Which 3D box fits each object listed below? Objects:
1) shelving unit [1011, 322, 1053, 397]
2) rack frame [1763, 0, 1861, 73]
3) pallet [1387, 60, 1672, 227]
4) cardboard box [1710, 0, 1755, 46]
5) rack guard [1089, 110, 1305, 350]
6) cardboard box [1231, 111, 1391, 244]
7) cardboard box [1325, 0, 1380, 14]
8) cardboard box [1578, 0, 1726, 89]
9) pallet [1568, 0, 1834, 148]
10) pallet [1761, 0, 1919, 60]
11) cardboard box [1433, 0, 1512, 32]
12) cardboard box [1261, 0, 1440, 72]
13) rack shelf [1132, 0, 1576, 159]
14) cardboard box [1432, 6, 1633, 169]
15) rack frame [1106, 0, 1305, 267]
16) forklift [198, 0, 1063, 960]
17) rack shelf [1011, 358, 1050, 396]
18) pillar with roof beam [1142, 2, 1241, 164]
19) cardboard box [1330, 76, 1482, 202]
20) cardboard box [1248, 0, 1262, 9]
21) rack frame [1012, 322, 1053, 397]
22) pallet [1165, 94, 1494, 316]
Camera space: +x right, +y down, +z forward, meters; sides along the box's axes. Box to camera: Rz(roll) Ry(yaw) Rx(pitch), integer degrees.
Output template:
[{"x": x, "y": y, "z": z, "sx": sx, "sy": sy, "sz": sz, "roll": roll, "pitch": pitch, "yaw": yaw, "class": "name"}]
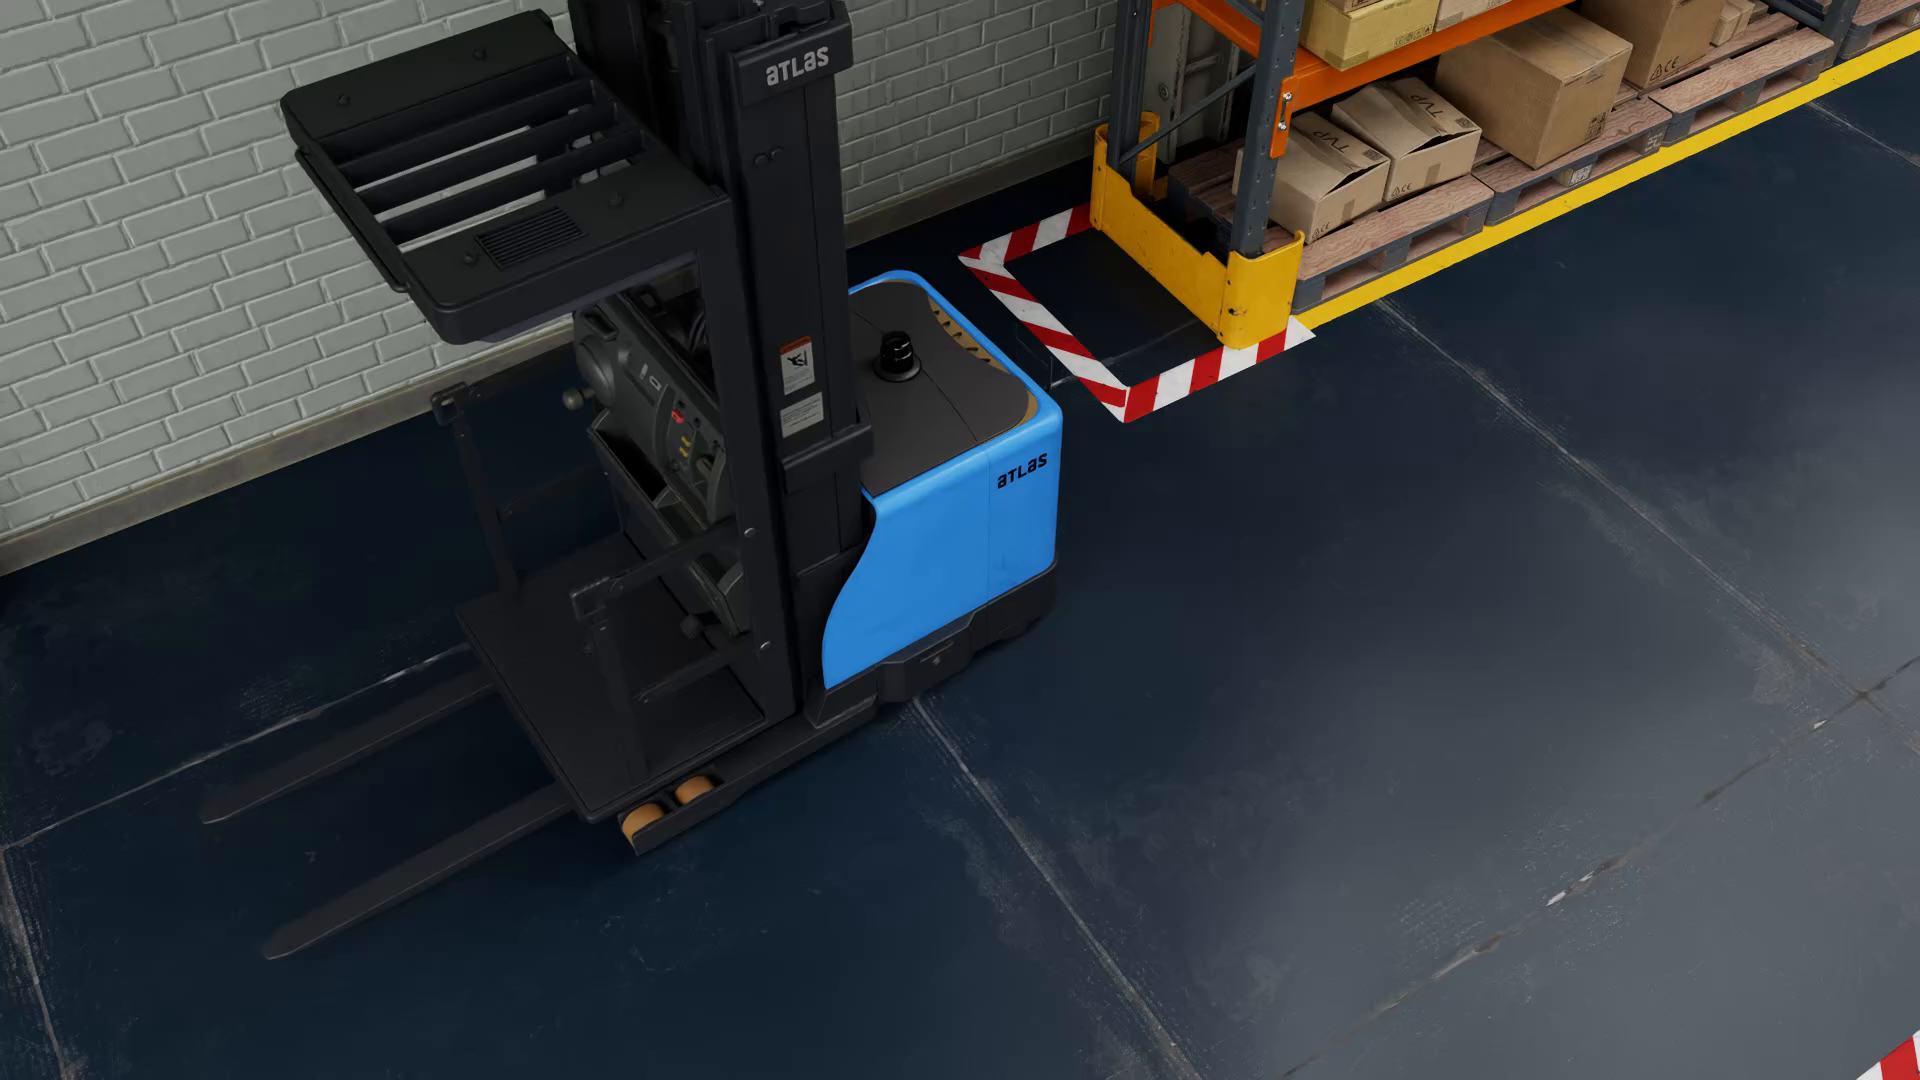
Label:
[{"x": 0.185, "y": -0.396, "z": 6.446, "sx": 0.210, "sy": 0.900, "sz": 0.258, "roll": -28, "pitch": 54, "yaw": -23, "class": "shelving unit"}, {"x": 4.379, "y": -3.834, "z": 8.101, "sx": 0.127, "sy": 3.000, "sz": 1.000, "roll": -25, "pitch": 53, "yaw": -21, "class": "rack frame"}, {"x": 2.796, "y": -2.127, "z": 8.448, "sx": 1.213, "sy": 0.211, "sz": 1.003, "roll": -25, "pitch": 53, "yaw": -21, "class": "pallet"}, {"x": 3.942, "y": -2.806, "z": 8.788, "sx": 0.250, "sy": 0.166, "sz": 0.380, "roll": -32, "pitch": 56, "yaw": -25, "class": "cardboard box"}, {"x": 1.060, "y": -1.439, "z": 7.642, "sx": 0.348, "sy": 0.500, "sz": 1.175, "roll": -25, "pitch": 53, "yaw": -21, "class": "rack guard"}, {"x": 1.629, "y": -1.711, "z": 7.716, "sx": 0.500, "sy": 0.311, "sz": 0.500, "roll": -31, "pitch": 55, "yaw": -25, "class": "cardboard box"}, {"x": 1.560, "y": -2.447, "z": 6.450, "sx": 0.500, "sy": 0.500, "sz": 0.500, "roll": -25, "pitch": 53, "yaw": -21, "class": "cardboard box"}, {"x": 3.522, "y": -2.710, "z": 8.479, "sx": 0.500, "sy": 0.500, "sz": 0.500, "roll": -29, "pitch": 54, "yaw": -23, "class": "cardboard box"}, {"x": 3.829, "y": -2.617, "z": 8.884, "sx": 1.213, "sy": 0.211, "sz": 1.003, "roll": -25, "pitch": 53, "yaw": -21, "class": "pallet"}, {"x": 5.036, "y": -3.218, "z": 9.419, "sx": 1.213, "sy": 0.211, "sz": 1.003, "roll": -25, "pitch": 53, "yaw": -21, "class": "pallet"}, {"x": 2.009, "y": -2.407, "z": 6.917, "sx": 0.500, "sy": 0.250, "sz": 0.500, "roll": -27, "pitch": 54, "yaw": -22, "class": "cardboard box"}, {"x": 1.578, "y": -2.191, "z": 6.725, "sx": 0.500, "sy": 0.250, "sz": 0.500, "roll": -27, "pitch": 54, "yaw": -22, "class": "cardboard box"}, {"x": 2.687, "y": -2.798, "z": 7.660, "sx": 4.000, "sy": 0.370, "sz": 1.077, "roll": -25, "pitch": 53, "yaw": -21, "class": "rack shelf"}, {"x": 2.758, "y": -2.262, "z": 8.080, "sx": 0.500, "sy": 0.500, "sz": 0.700, "roll": -28, "pitch": 54, "yaw": -23, "class": "cardboard box"}, {"x": 0.996, "y": -2.240, "z": 6.682, "sx": 0.127, "sy": 3.000, "sz": 1.000, "roll": -25, "pitch": 53, "yaw": -21, "class": "rack frame"}, {"x": -1.130, "y": -0.361, "z": 5.054, "sx": 3.031, "sy": 2.935, "sz": 1.130, "roll": -28, "pitch": 54, "yaw": -23, "class": "forklift"}, {"x": 0.185, "y": -0.554, "z": 6.269, "sx": 0.200, "sy": 0.077, "sz": 0.258, "roll": -28, "pitch": 54, "yaw": -23, "class": "rack shelf"}, {"x": 3.423, "y": -2.341, "z": 2.755, "sx": 0.400, "sy": 9.000, "sz": 9.100, "roll": -25, "pitch": 53, "yaw": -21, "class": "pillar with roof beam"}, {"x": 2.111, "y": -1.938, "z": 7.919, "sx": 0.500, "sy": 0.311, "sz": 0.500, "roll": -21, "pitch": 52, "yaw": -18, "class": "cardboard box"}, {"x": 1.287, "y": -2.505, "z": 7.005, "sx": 0.500, "sy": 0.250, "sz": 0.500, "roll": -25, "pitch": 53, "yaw": -20, "class": "cardboard box"}, {"x": 0.268, "y": -0.440, "z": 6.485, "sx": 0.006, "sy": 0.900, "sz": 0.240, "roll": -28, "pitch": 54, "yaw": -23, "class": "rack frame"}, {"x": 1.766, "y": -1.644, "z": 8.018, "sx": 1.213, "sy": 0.211, "sz": 1.003, "roll": -25, "pitch": 53, "yaw": -21, "class": "pallet"}]
